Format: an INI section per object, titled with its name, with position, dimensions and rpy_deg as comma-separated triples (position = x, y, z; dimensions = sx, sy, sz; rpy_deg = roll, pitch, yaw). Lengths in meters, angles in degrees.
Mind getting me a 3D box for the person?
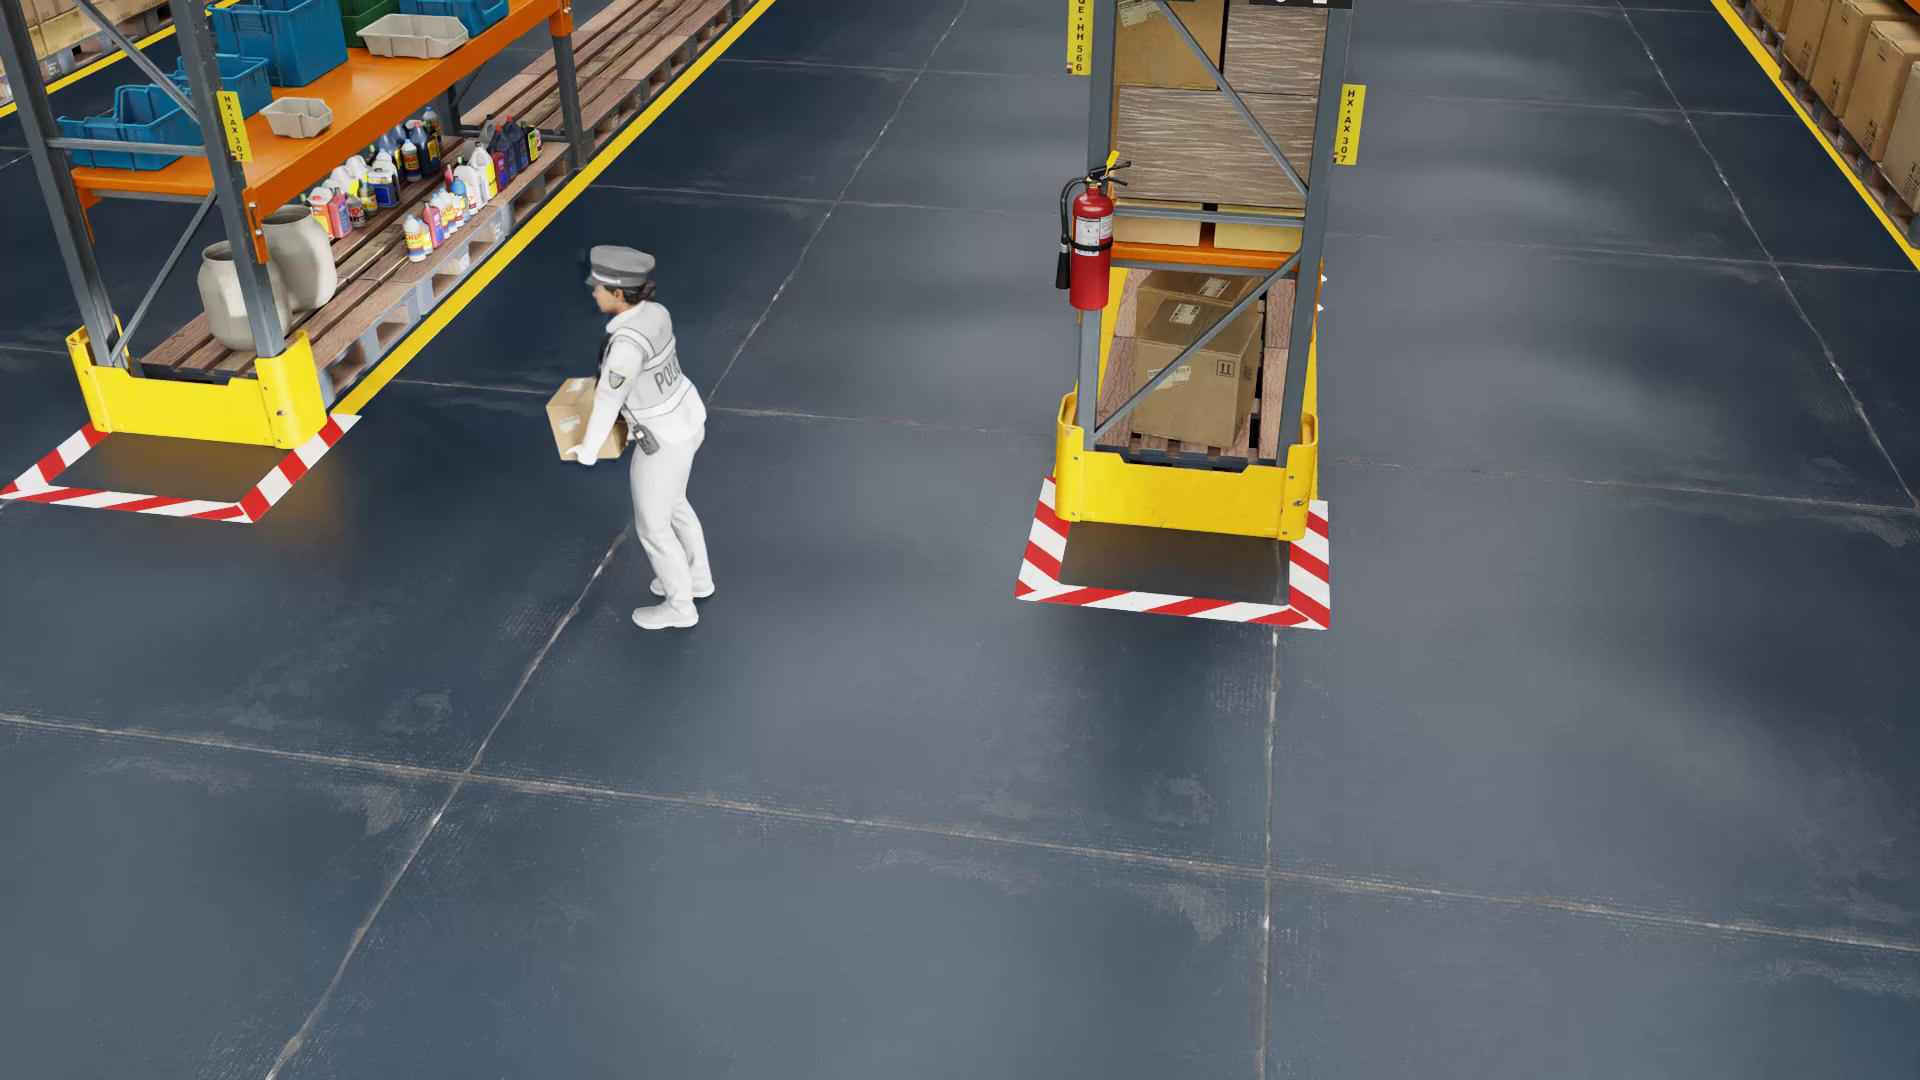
[person]
position = -1.316, -0.410, 6.785
dimensions = 0.534, 1.665, 0.415
rpy_deg = 5, 33, 7
